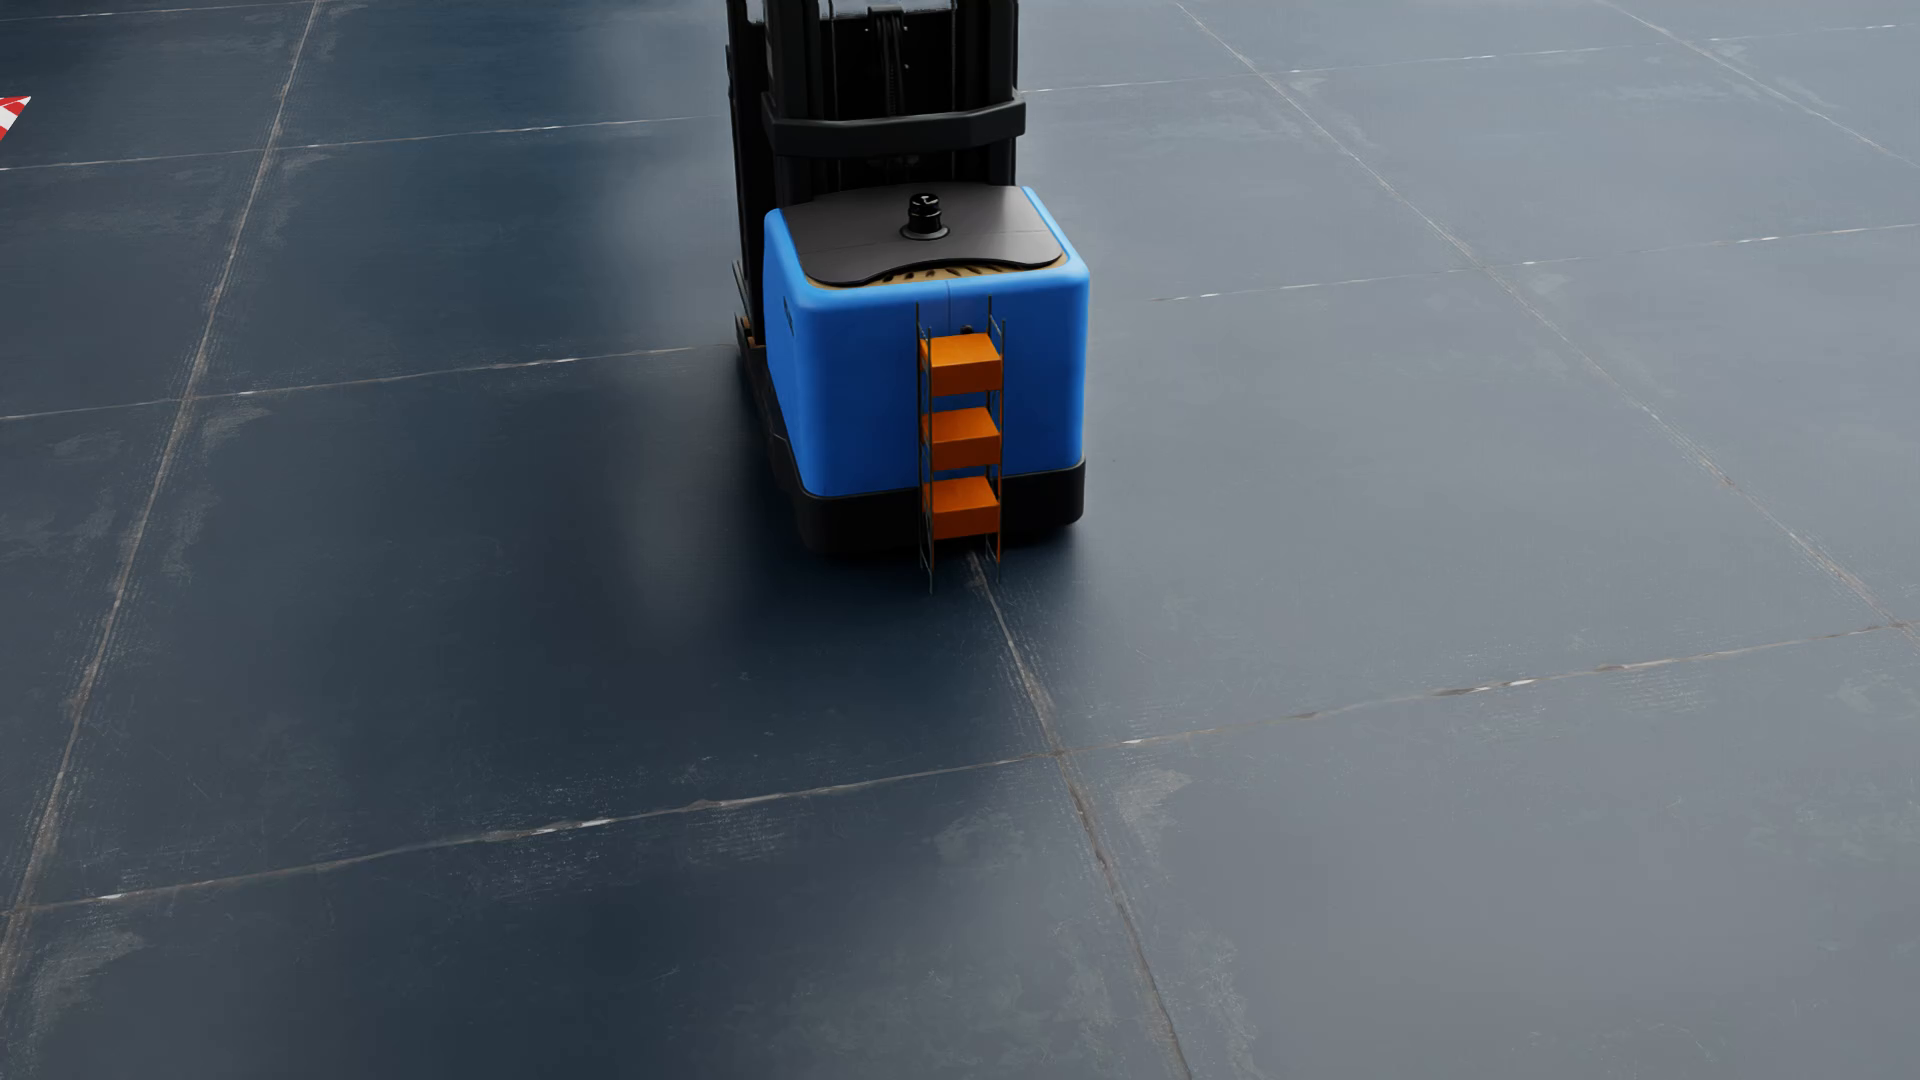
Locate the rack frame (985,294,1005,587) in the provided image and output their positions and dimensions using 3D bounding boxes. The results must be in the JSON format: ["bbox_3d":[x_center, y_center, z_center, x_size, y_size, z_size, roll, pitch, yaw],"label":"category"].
[{"bbox_3d":[0.118,-0.323,5.701,0.008,1.050,0.200,-7,35,-11],"label":"rack frame"}]

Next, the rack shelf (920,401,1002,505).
[{"bbox_3d":[-0.001,-0.298,5.684,0.240,0.259,0.215,-7,35,-11],"label":"rack shelf"}]

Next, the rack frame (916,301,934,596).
[{"bbox_3d":[-0.120,-0.292,5.655,0.008,1.050,0.200,-7,35,-11],"label":"rack frame"}]

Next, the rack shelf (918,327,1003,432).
[{"bbox_3d":[-0.001,-0.534,5.525,0.240,0.259,0.215,-7,35,-11],"label":"rack shelf"}]

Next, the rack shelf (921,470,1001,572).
[{"bbox_3d":[-0.001,-0.068,5.839,0.240,0.259,0.215,-7,35,-11],"label":"rack shelf"}]

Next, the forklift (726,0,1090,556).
[{"bbox_3d":[-0.376,-1.977,6.478,1.130,2.935,3.031,-7,35,-11],"label":"forklift"}]

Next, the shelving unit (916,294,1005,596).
[{"bbox_3d":[-0.001,-0.307,5.678,0.252,1.050,0.215,-7,35,-11],"label":"shelving unit"}]
